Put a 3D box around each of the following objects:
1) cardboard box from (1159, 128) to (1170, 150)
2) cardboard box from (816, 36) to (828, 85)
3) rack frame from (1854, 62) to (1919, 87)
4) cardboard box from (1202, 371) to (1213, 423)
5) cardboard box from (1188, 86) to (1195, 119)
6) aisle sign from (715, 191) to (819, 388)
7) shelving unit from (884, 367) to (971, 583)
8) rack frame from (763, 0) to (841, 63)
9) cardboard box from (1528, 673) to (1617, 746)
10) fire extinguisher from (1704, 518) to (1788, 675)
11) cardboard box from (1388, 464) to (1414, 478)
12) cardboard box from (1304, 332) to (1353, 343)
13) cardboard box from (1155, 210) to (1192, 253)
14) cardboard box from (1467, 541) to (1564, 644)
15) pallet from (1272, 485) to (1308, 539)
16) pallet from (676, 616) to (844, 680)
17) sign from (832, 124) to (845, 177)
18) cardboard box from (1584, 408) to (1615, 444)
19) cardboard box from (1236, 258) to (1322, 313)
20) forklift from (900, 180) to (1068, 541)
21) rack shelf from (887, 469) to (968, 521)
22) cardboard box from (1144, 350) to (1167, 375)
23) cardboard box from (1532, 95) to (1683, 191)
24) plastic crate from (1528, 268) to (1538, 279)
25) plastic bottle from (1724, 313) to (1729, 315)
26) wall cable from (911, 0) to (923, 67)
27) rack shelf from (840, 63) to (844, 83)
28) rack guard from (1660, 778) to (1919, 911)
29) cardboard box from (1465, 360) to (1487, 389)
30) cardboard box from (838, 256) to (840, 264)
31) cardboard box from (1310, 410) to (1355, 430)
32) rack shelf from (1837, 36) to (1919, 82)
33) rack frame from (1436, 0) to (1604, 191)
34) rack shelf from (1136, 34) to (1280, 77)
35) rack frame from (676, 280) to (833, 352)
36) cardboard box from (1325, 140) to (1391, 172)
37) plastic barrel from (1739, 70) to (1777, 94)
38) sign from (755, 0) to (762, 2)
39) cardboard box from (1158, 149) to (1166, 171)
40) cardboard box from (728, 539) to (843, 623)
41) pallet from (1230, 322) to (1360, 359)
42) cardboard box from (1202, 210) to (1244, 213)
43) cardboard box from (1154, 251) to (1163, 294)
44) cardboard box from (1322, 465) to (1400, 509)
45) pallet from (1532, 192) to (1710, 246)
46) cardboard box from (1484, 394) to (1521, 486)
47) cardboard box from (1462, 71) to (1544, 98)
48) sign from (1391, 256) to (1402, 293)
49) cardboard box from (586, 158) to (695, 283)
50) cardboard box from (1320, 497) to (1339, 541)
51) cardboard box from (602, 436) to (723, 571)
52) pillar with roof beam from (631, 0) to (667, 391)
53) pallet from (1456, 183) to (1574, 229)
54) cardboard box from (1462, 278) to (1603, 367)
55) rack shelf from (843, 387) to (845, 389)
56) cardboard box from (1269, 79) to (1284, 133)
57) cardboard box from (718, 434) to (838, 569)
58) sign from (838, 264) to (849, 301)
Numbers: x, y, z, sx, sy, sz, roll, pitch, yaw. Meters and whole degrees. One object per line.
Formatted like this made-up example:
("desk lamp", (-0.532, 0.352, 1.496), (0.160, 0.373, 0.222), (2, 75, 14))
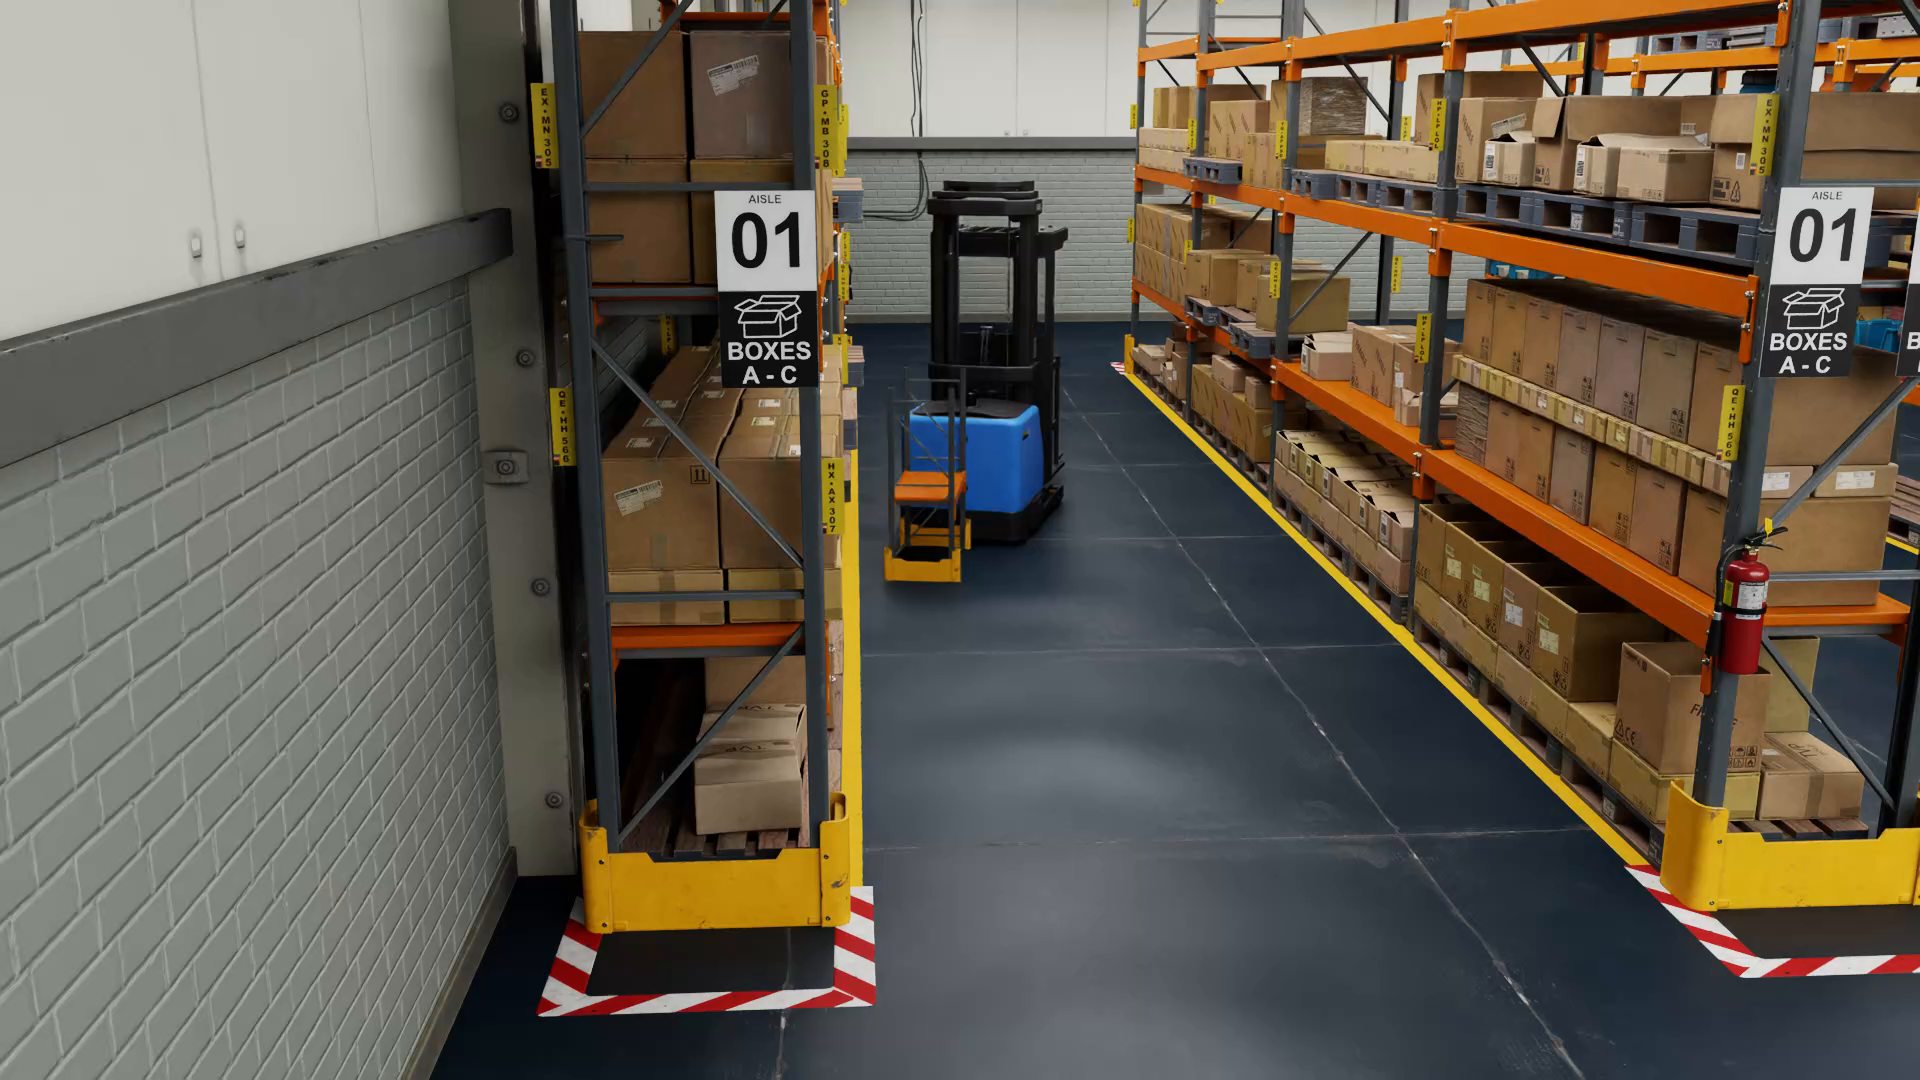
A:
("cardboard box", (2.736, -4.929, 20.443), (0.500, 0.250, 0.500), (-1, 14, -3))
("cardboard box", (-0.839, -1.976, 7.418), (0.500, 0.500, 0.500), (-1, 14, -4))
("rack frame", (12.763, -6.870, 22.666), (1.000, 3.000, 0.127), (-1, 14, -3))
("cardboard box", (2.954, -1.563, 18.216), (0.500, 0.500, 0.500), (-1, 14, -3))
("cardboard box", (3.128, -5.174, 19.888), (0.700, 0.500, 0.500), (-1, 14, -3))
("aisle sign", (-0.773, -1.001, 6.681), (0.394, 0.787, 0.004), (-1, 14, -3))
("shelving unit", (-0.246, -0.538, 13.108), (0.587, 1.500, 1.083), (1, 14, 5))
("rack frame", (-2.068, -6.640, 21.775), (1.000, 3.000, 0.127), (-1, 14, -3))
("cardboard box", (3.463, 0.918, 9.114), (0.500, 0.250, 0.500), (-1, 14, -3))
("fire extinguisher", (3.410, 0.241, 7.225), (0.296, 0.674, 0.183), (-1, 14, -3))
("cardboard box", (3.745, -0.460, 13.345), (0.500, 0.311, 0.500), (0, 14, -2))
("cardboard box", (3.350, -1.688, 14.747), (0.500, 0.311, 0.500), (0, 14, 0))
("cardboard box", (2.738, -3.850, 20.762), (0.500, 0.500, 0.500), (-1, 14, -4))
("cardboard box", (3.397, 0.306, 9.987), (0.500, 0.500, 0.500), (-1, 14, -3))
("pallet", (3.383, -0.267, 14.640), (1.003, 0.211, 1.213), (-1, 14, -3))
("pallet", (-1.248, 0.767, 10.623), (1.003, 0.211, 1.213), (-1, 14, -3))
("sign", (-0.784, -2.464, 10.525), (0.100, 0.325, 0.005), (-1, 14, -3))
("cardboard box", (3.571, -0.610, 8.874), (0.380, 0.149, 0.250), (0, 14, -2))
("cardboard box", (3.294, -2.631, 17.188), (0.700, 0.500, 0.500), (-5, 15, -18))
("forklift", (0.341, -1.733, 14.878), (1.130, 2.935, 3.031), (3, 15, 13))
("rack shelf", (-0.247, -0.362, 13.144), (0.538, 0.185, 1.000), (1, 14, 5))
("cardboard box", (2.688, -2.305, 21.602), (0.500, 0.250, 0.500), (-1, 14, -3))
("cardboard box", (3.595, -2.190, 9.168), (0.797, 0.503, 0.637), (1, 14, 3))
("plastic crate", (7.588, -3.442, 21.599), (0.416, 0.233, 0.300), (-1, 14, -3))
("plastic bottle", (7.793, -2.220, 16.869), (0.061, 0.283, 0.133), (-1, 14, -3))
("wall cable", (0.638, -9.036, 27.183), (3.097, 2.526, 0.112), (-1, 14, -3))
("rack shelf", (-1.945, -5.601, 19.981), (1.077, 0.370, 4.000), (-1, 14, -3))
("rack guard", (3.868, 1.384, 7.646), (1.175, 0.500, 0.348), (-1, 14, -3))
("cardboard box", (3.458, -1.058, 10.617), (0.380, 0.149, 0.250), (-1, 14, -3))
("cardboard box", (-1.345, -2.435, 15.126), (0.500, 0.250, 0.500), (-1, 14, -2))
("cardboard box", (3.628, -0.943, 15.804), (0.500, 0.500, 0.500), (0, 14, -1))
("rack shelf", (8.439, -3.764, 12.843), (1.077, 0.370, 4.000), (-1, 14, -3))
("rack frame", (3.619, -3.733, 10.476), (1.000, 3.000, 0.127), (-1, 14, -3))
("rack shelf", (2.999, -5.870, 20.232), (1.077, 0.370, 4.000), (-1, 14, -3))
("rack frame", (-1.325, -0.750, 10.923), (1.000, 3.000, 0.127), (-1, 14, -3))
("cardboard box", (3.455, -3.294, 14.248), (0.500, 0.250, 0.500), (-2, 15, -8))
("plastic barrel", (8.326, -4.370, 17.121), (0.600, 0.901, 0.708), (-1, 14, -3))
("sign", (-2.623, -7.162, 21.611), (0.100, 0.325, 0.005), (-1, 14, -3))
("cardboard box", (2.742, -4.687, 20.506), (0.500, 0.250, 0.500), (-1, 14, -3))
("cardboard box", (-0.791, 0.181, 7.564), (0.500, 0.250, 0.500), (-1, 14, -5))
("pallet", (3.259, -1.897, 15.765), (1.213, 0.211, 1.003), (-1, 14, -3))
("cardboard box", (3.278, -3.856, 20.787), (0.500, 0.500, 0.500), (0, 14, -2))
("cardboard box", (2.735, -3.369, 20.899), (0.500, 0.500, 0.500), (-1, 14, -3))
("cardboard box", (3.213, -0.446, 13.290), (0.500, 0.311, 0.500), (-1, 14, -4))
("pallet", (3.770, -1.723, 8.862), (1.003, 0.211, 1.213), (-1, 14, -3))
("cardboard box", (3.692, -0.635, 10.273), (0.700, 0.500, 0.500), (-1, 14, -4))
("cardboard box", (3.620, -2.928, 11.322), (0.500, 0.500, 0.500), (-1, 14, -3))
("sign", (3.925, -2.393, 14.982), (0.100, 0.325, 0.005), (-1, 14, -3))
("cardboard box", (-1.356, -1.366, 7.056), (0.500, 0.500, 0.500), (0, 14, 1))
("cardboard box", (3.212, -0.178, 13.373), (0.500, 0.250, 0.500), (-1, 14, -2))
("cardboard box", (-1.319, -0.170, 7.422), (0.500, 0.500, 0.500), (-1, 14, -4))
("pillar with roof beam", (1.941, -4.380, 12.992), (9.100, 9.000, 0.400), (-1, 14, -3))
("pallet", (3.698, -2.026, 10.038), (1.003, 0.211, 1.213), (-1, 14, -3))
("cardboard box", (3.653, -1.394, 10.621), (0.700, 0.500, 0.500), (-1, 14, -3))
("rack shelf", (-1.449, -0.899, 12.946), (1.077, 0.370, 4.000), (-1, 14, -3))
("cardboard box", (3.287, -4.170, 15.987), (0.500, 0.500, 0.500), (-1, 14, -3))
("cardboard box", (-0.807, -0.179, 7.459), (0.500, 0.500, 0.500), (-1, 14, -3))
("sign", (-1.032, -2.278, 14.697), (0.100, 0.325, 0.005), (-1, 14, -3))
